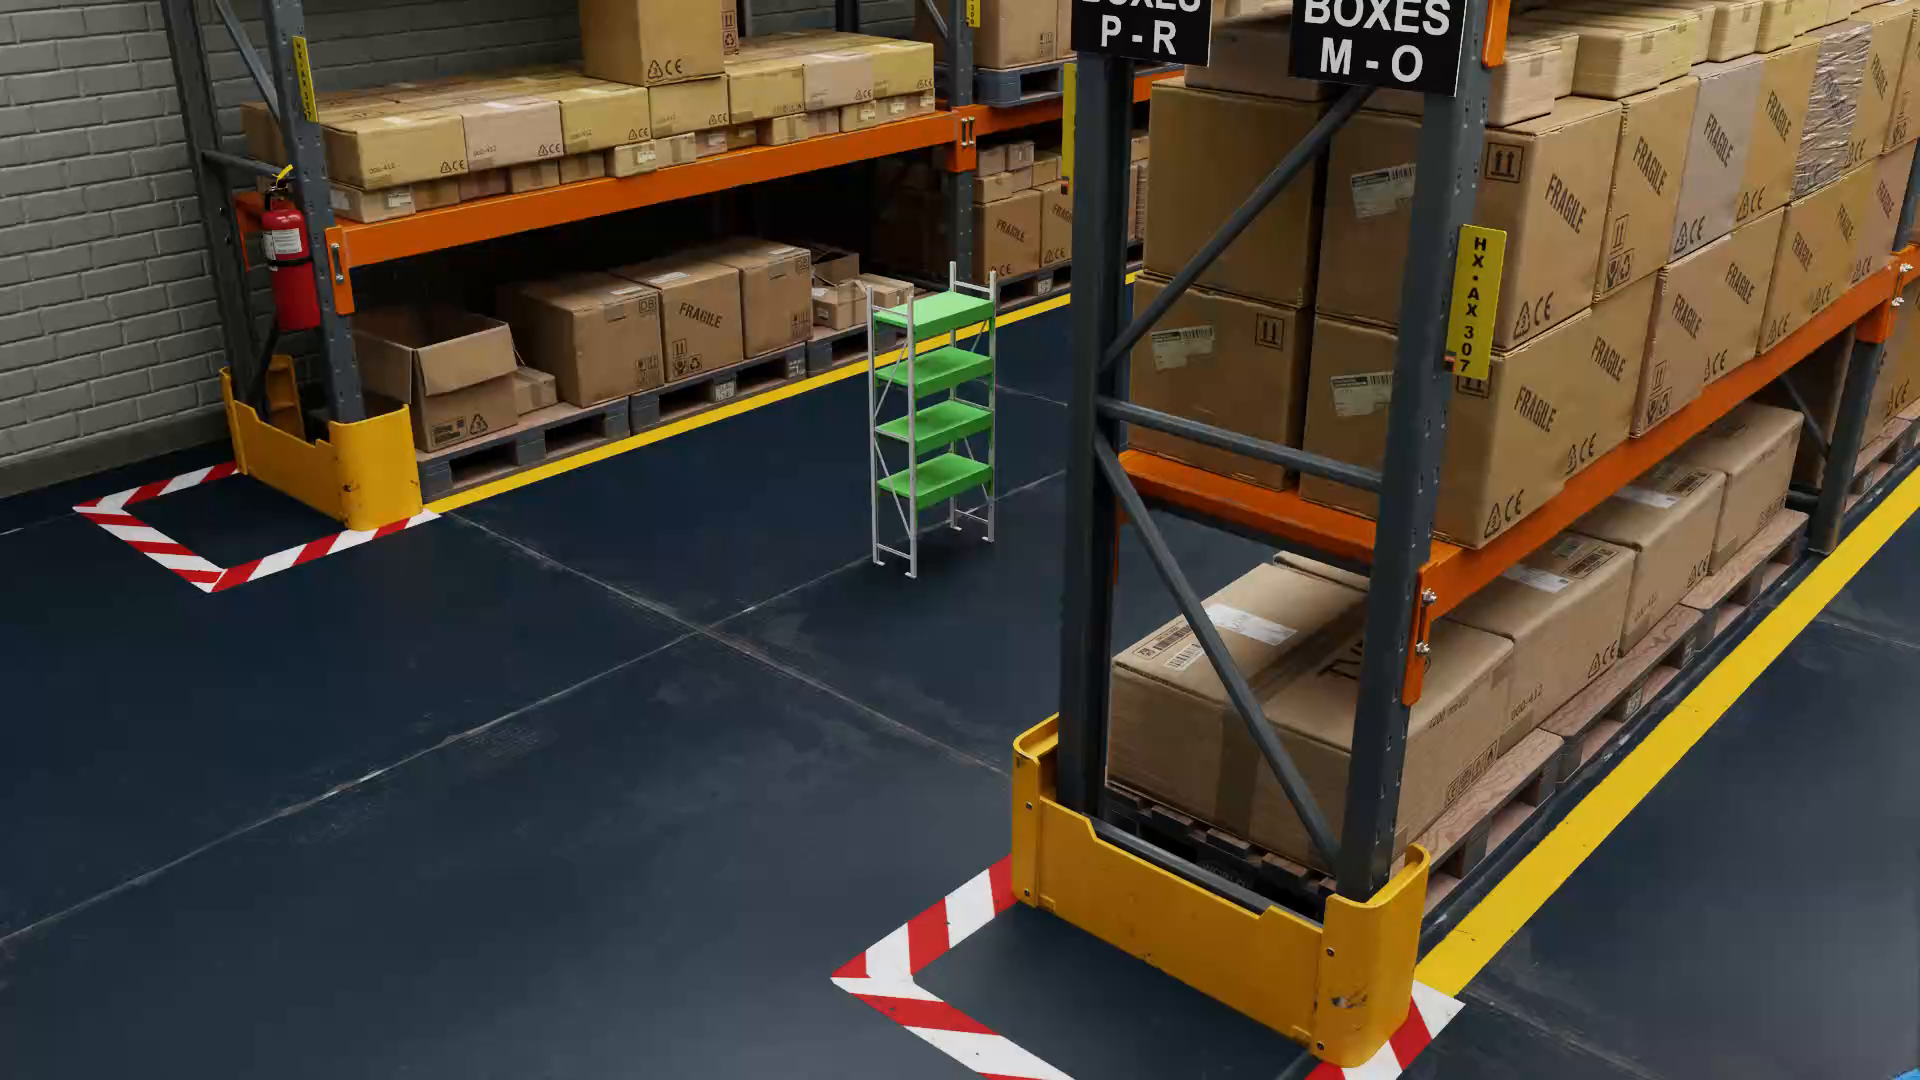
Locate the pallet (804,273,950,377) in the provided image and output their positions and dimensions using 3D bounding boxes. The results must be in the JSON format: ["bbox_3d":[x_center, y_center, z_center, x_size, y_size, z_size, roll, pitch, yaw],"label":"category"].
[{"bbox_3d":[-0.798,-1.320,9.936,1.003,0.211,1.213,20,31,38],"label":"pallet"}]

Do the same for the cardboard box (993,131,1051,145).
[{"bbox_3d":[0.395,-2.652,11.247,0.380,0.149,0.250,21,32,39],"label":"cardboard box"}]

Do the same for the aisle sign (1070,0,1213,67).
[{"bbox_3d":[0.412,-1.478,3.702,0.394,0.787,0.004,20,31,38],"label":"aisle sign"}]

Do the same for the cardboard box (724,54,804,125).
[{"bbox_3d":[-1.163,-2.342,8.627,0.500,0.250,0.500,20,31,37],"label":"cardboard box"}]

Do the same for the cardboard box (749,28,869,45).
[{"bbox_3d":[-0.870,-2.792,9.630,0.500,0.250,0.500,20,31,37],"label":"cardboard box"}]

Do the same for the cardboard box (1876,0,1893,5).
[{"bbox_3d":[3.135,-2.014,5.938,0.380,0.149,0.250,21,32,39],"label":"cardboard box"}]

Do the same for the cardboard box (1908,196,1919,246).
[{"bbox_3d":[3.851,-1.441,6.981,0.500,0.250,0.500,19,31,36],"label":"cardboard box"}]

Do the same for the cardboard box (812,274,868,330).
[{"bbox_3d":[-0.730,-1.387,9.505,0.396,0.266,0.258,22,32,39],"label":"cardboard box"}]

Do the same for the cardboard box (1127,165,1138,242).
[{"bbox_3d":[0.836,-2.254,11.153,0.500,0.500,0.500,19,30,36],"label":"cardboard box"}]

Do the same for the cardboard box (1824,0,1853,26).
[{"bbox_3d":[2.666,-1.772,5.399,0.380,0.149,0.250,20,31,37],"label":"cardboard box"}]

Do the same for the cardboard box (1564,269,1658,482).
[{"bbox_3d":[1.542,-0.504,4.585,0.500,0.500,0.500,20,31,37],"label":"cardboard box"}]

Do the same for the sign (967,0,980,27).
[{"bbox_3d":[0.071,-3.051,9.330,0.100,0.325,0.005,20,31,38],"label":"sign"}]

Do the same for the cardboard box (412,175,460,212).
[{"bbox_3d":[-2.449,-1.584,7.423,0.380,0.149,0.250,21,32,39],"label":"cardboard box"}]

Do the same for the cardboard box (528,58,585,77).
[{"bbox_3d":[-1.871,-2.328,8.596,0.500,0.250,0.500,20,31,37],"label":"cardboard box"}]

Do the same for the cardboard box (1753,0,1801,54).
[{"bbox_3d":[2.200,-1.520,4.837,0.380,0.149,0.250,19,31,36],"label":"cardboard box"}]

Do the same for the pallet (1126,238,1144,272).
[{"bbox_3d":[0.990,-2.161,11.811,1.003,0.211,1.213,20,31,38],"label":"pallet"}]

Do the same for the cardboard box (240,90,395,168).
[{"bbox_3d":[-2.899,-1.863,7.558,0.500,0.250,0.500,21,32,39],"label":"cardboard box"}]

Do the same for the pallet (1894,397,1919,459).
[{"bbox_3d":[4.633,-0.804,8.785,1.003,0.211,1.213,20,31,38],"label":"pallet"}]

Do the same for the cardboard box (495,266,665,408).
[{"bbox_3d":[-1.930,-1.044,8.454,0.700,0.500,0.500,22,32,40],"label":"cardboard box"}]

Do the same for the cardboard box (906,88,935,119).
[{"bbox_3d":[-0.363,-2.521,9.513,0.380,0.149,0.250,21,31,38],"label":"cardboard box"}]

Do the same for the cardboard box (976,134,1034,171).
[{"bbox_3d":[0.237,-2.413,10.351,0.380,0.149,0.250,18,30,35],"label":"cardboard box"}]

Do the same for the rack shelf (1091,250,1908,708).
[{"bbox_3d":[2.026,-0.510,5.600,1.077,0.370,4.000,20,31,38],"label":"rack shelf"}]

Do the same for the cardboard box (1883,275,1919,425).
[{"bbox_3d":[4.312,-1.158,8.249,0.875,0.875,0.875,21,32,39],"label":"cardboard box"}]

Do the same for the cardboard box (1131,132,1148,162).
[{"bbox_3d":[1.082,-2.690,11.333,0.380,0.149,0.250,20,31,38],"label":"cardboard box"}]

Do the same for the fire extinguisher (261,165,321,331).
[{"bbox_3d":[-2.762,-1.206,6.825,0.296,0.674,0.183,20,31,38],"label":"fire extinguisher"}]

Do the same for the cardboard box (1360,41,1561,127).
[{"bbox_3d":[1.134,-1.059,3.809,0.380,0.149,0.250,21,32,39],"label":"cardboard box"}]

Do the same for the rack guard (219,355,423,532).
[{"bbox_3d":[-2.957,-0.465,7.677,1.175,0.500,0.348,20,31,38],"label":"rack guard"}]

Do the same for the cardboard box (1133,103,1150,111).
[{"bbox_3d":[1.447,-3.122,12.296,0.380,0.149,0.250,21,31,38],"label":"cardboard box"}]

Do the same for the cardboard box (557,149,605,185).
[{"bbox_3d":[-1.912,-1.816,7.941,0.380,0.149,0.250,21,31,38],"label":"cardboard box"}]

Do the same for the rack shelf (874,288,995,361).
[{"bbox_3d":[-0.110,-0.877,6.722,0.258,0.148,0.480,20,31,38],"label":"rack shelf"}]

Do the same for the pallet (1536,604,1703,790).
[{"bbox_3d":[1.980,0.409,6.080,1.003,0.211,1.213,20,31,38],"label":"pallet"}]

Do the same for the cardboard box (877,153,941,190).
[{"bbox_3d":[-0.308,-2.339,10.550,0.380,0.149,0.250,19,30,36],"label":"cardboard box"}]

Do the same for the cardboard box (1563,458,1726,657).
[{"bbox_3d":[2.264,-0.035,6.280,0.875,0.438,0.875,19,30,36],"label":"cardboard box"}]

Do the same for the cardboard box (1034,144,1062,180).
[{"bbox_3d":[0.562,-2.459,10.818,0.380,0.149,0.250,20,31,37],"label":"cardboard box"}]

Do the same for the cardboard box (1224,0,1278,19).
[{"bbox_3d":[1.868,-3.734,11.581,0.500,0.250,0.500,18,30,35],"label":"cardboard box"}]

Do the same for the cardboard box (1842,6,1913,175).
[{"bbox_3d":[2.906,-1.578,5.758,0.500,0.500,0.500,20,31,37],"label":"cardboard box"}]

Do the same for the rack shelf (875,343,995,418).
[{"bbox_3d":[-0.110,-0.658,6.820,0.258,0.148,0.480,20,31,38],"label":"rack shelf"}]

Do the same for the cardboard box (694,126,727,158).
[{"bbox_3d":[-1.406,-2.056,8.475,0.380,0.149,0.250,20,31,37],"label":"cardboard box"}]

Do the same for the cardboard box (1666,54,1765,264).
[{"bbox_3d":[1.901,-1.117,4.731,0.500,0.500,0.500,20,31,37],"label":"cardboard box"}]

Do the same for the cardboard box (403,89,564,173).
[{"bbox_3d":[-2.168,-1.868,7.571,0.500,0.250,0.500,21,31,38],"label":"cardboard box"}]

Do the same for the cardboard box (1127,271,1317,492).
[{"bbox_3d":[0.816,-0.494,4.562,0.500,0.500,0.500,20,31,38],"label":"cardboard box"}]

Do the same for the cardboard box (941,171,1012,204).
[{"bbox_3d":[0.099,-2.185,10.206,0.380,0.149,0.250,22,32,40],"label":"cardboard box"}]

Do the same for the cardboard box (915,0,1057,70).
[{"bbox_3d":[0.151,-3.125,9.918,0.700,0.500,0.500,21,32,39],"label":"cardboard box"}]

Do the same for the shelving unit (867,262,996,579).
[{"bbox_3d":[-0.110,-0.497,6.892,0.258,1.200,0.503,20,31,38],"label":"shelving unit"}]

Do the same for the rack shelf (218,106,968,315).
[{"bbox_3d":[-1.673,-1.864,8.620,1.077,0.370,4.000,20,31,38],"label":"rack shelf"}]

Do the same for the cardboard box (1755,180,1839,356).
[{"bbox_3d":[2.577,-0.966,5.617,0.500,0.500,0.500,20,31,37],"label":"cardboard box"}]

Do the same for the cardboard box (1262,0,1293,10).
[{"bbox_3d":[1.042,-1.376,4.515,0.380,0.149,0.250,20,31,37],"label":"cardboard box"}]

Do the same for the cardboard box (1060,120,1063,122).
[{"bbox_3d":[0.928,-2.885,11.767,0.380,0.149,0.250,20,31,38],"label":"cardboard box"}]

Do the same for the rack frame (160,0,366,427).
[{"bbox_3d":[-3.008,-1.583,7.114,1.000,3.000,0.127,20,31,38],"label":"rack frame"}]

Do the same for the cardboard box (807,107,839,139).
[{"bbox_3d":[-0.872,-2.277,8.970,0.380,0.149,0.250,21,32,39],"label":"cardboard box"}]

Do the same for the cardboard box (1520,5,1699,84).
[{"bbox_3d":[1.677,-1.291,4.327,0.380,0.149,0.250,19,30,36],"label":"cardboard box"}]
